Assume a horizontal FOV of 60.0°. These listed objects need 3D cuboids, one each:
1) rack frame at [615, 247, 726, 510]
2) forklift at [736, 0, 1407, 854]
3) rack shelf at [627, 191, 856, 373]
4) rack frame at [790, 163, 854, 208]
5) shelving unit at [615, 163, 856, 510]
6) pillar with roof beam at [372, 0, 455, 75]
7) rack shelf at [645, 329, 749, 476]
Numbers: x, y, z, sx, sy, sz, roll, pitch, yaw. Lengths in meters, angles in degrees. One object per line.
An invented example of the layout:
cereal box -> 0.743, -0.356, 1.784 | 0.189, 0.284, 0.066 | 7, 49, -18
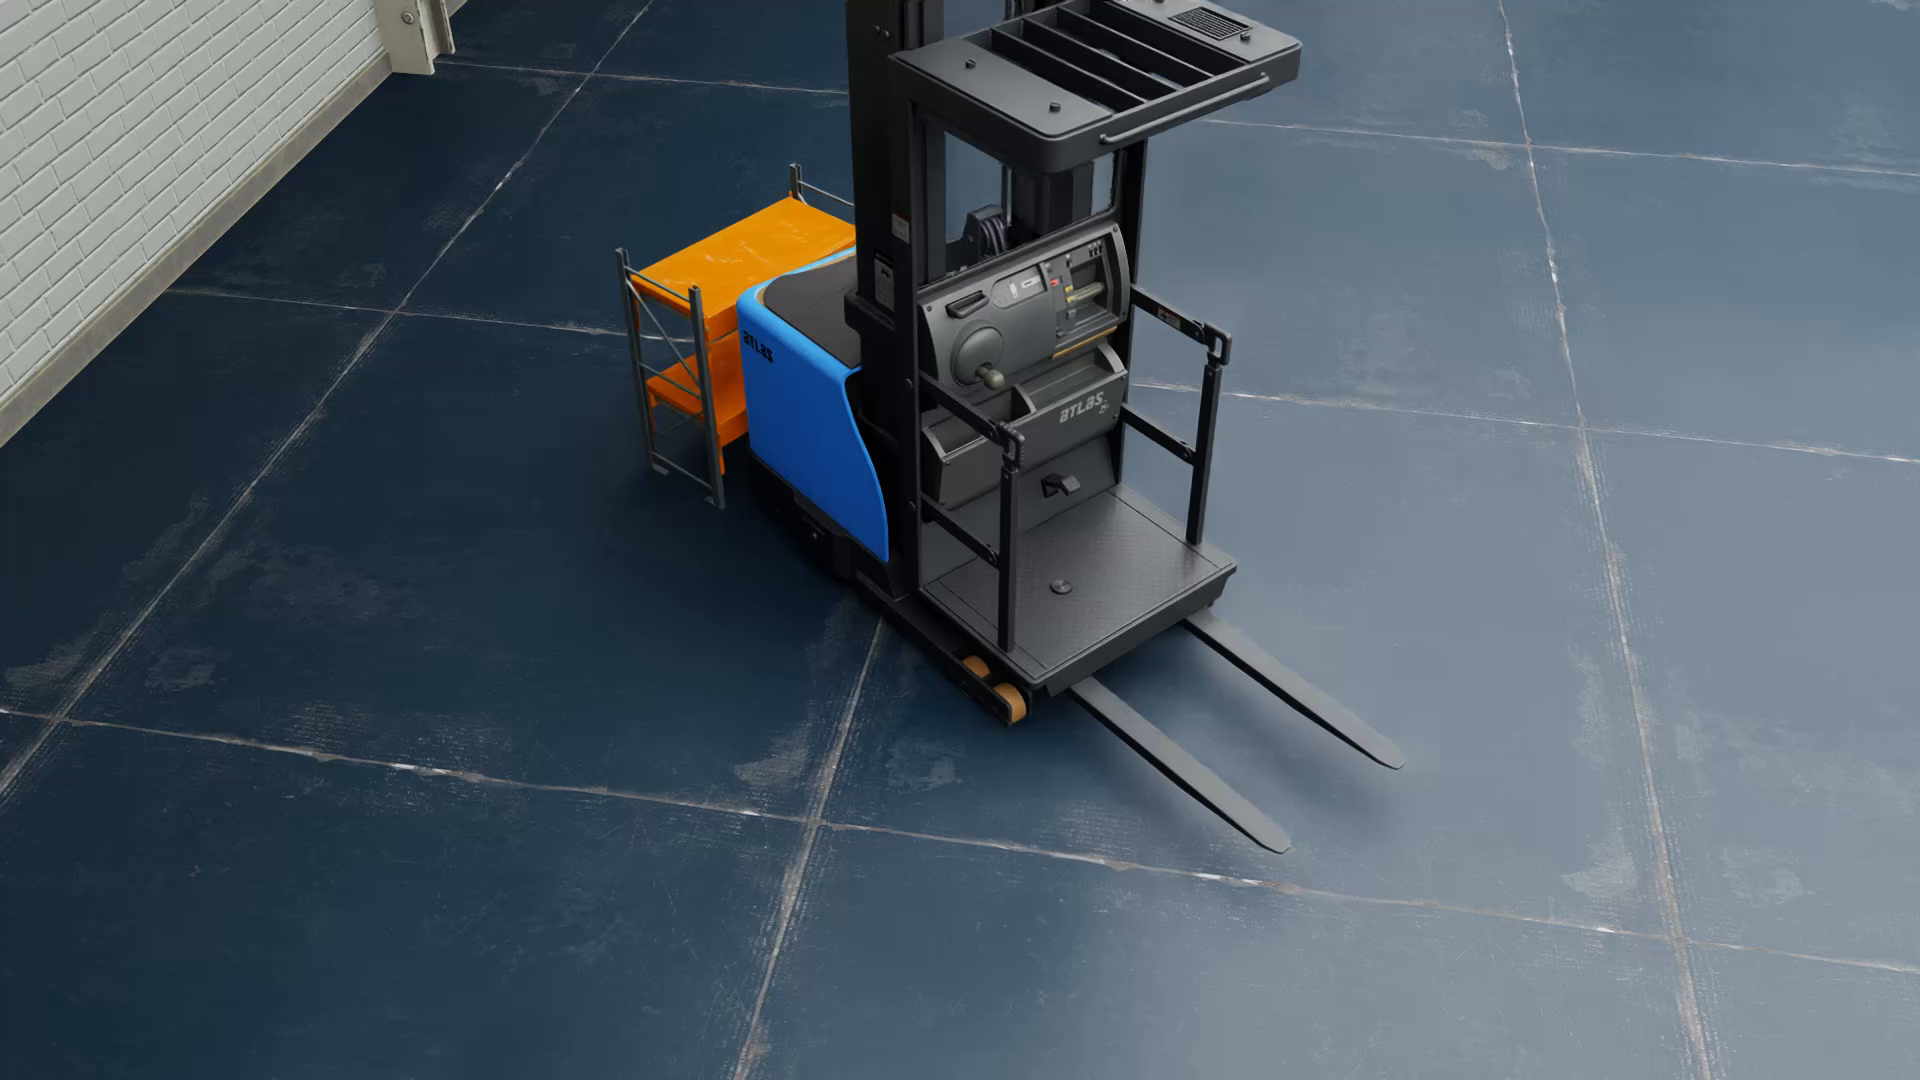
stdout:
rack frame -> -1.245, -0.681, 7.191 | 0.500, 1.125, 0.032 | 29, 48, 31
forklift -> 0.386, -0.779, 5.892 | 1.130, 2.935, 3.031 | -27, 47, -29
rack shelf -> -0.910, -1.150, 7.299 | 0.538, 0.278, 1.000 | 29, 48, 31
rack frame -> -0.575, -1.169, 7.780 | 0.500, 1.125, 0.032 | 29, 48, 31
shelving unit -> -0.910, -0.925, 7.486 | 0.538, 1.125, 1.048 | 29, 48, 31
pillar with roof beam -> 0.640, -6.199, 7.686 | 9.100, 9.000, 0.400 | 6, 40, 8
rack shelf -> -0.910, -0.736, 7.641 | 0.538, 0.278, 1.000 | 29, 48, 31
